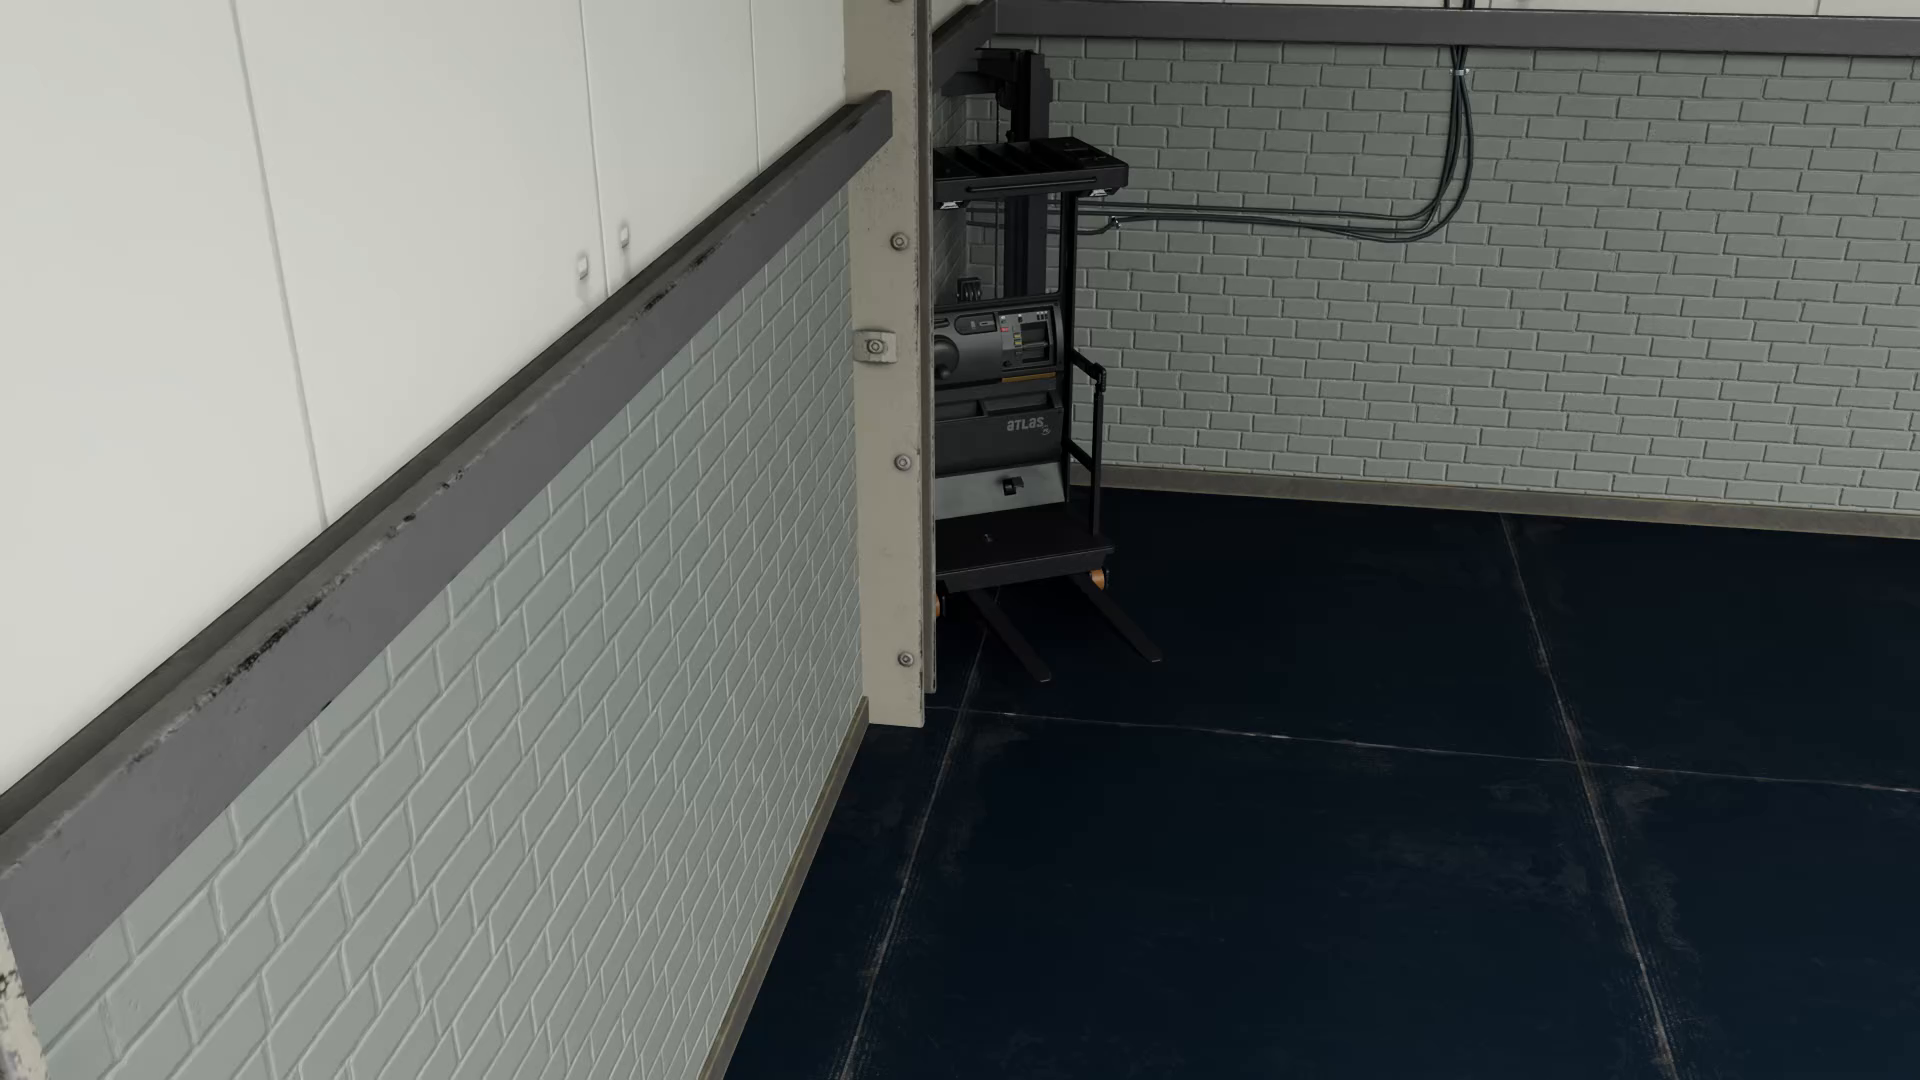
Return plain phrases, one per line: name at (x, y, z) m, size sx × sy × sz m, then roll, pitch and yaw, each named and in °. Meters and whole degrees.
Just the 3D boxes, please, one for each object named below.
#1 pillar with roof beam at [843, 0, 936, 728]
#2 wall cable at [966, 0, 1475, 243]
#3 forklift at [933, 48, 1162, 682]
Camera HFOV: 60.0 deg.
pillar with roof beam at (3.941, -2.939, 5.915) m, size 9.100 × 9.000 × 0.400 m, roll 4°, pitch 25°, yaw 9°
wall cable at (1.480, -2.972, 9.647) m, size 3.097 × 2.526 × 0.112 m, roll 4°, pitch 25°, yaw 9°
forklift at (0.208, -1.077, 9.094) m, size 1.130 × 2.935 × 3.031 m, roll -8°, pitch 26°, yaw -17°
